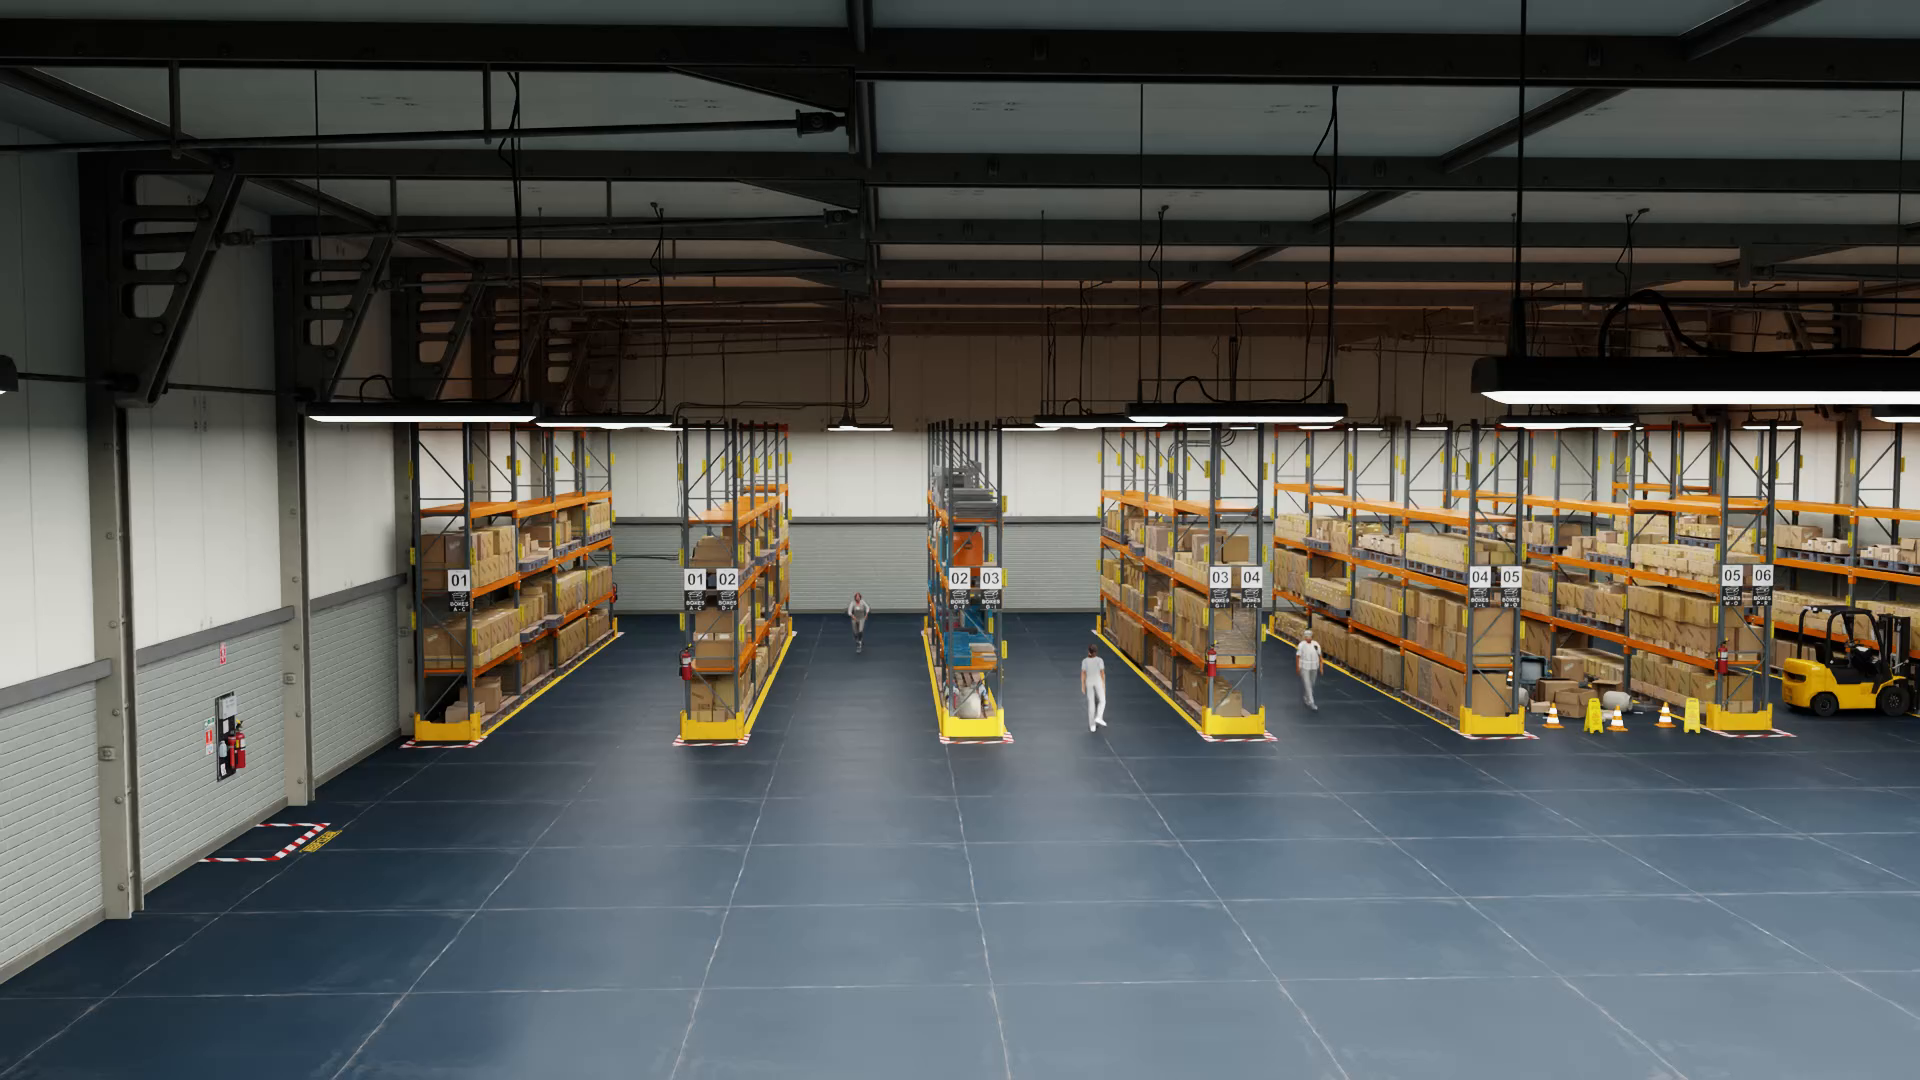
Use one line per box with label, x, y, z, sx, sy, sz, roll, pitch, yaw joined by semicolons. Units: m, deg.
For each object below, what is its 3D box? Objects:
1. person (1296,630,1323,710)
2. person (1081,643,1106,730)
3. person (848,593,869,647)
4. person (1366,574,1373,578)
person;7.289;2.679;34.555;0.508;1.620;0.946;-1;4;-8
person;2.580;2.831;32.066;0.499;1.660;0.470;1;4;9
person;-2.638;2.084;43.204;0.541;1.410;0.728;0;4;1
person;11.520;1.833;46.667;0.593;1.760;0.545;-2;4;-26
